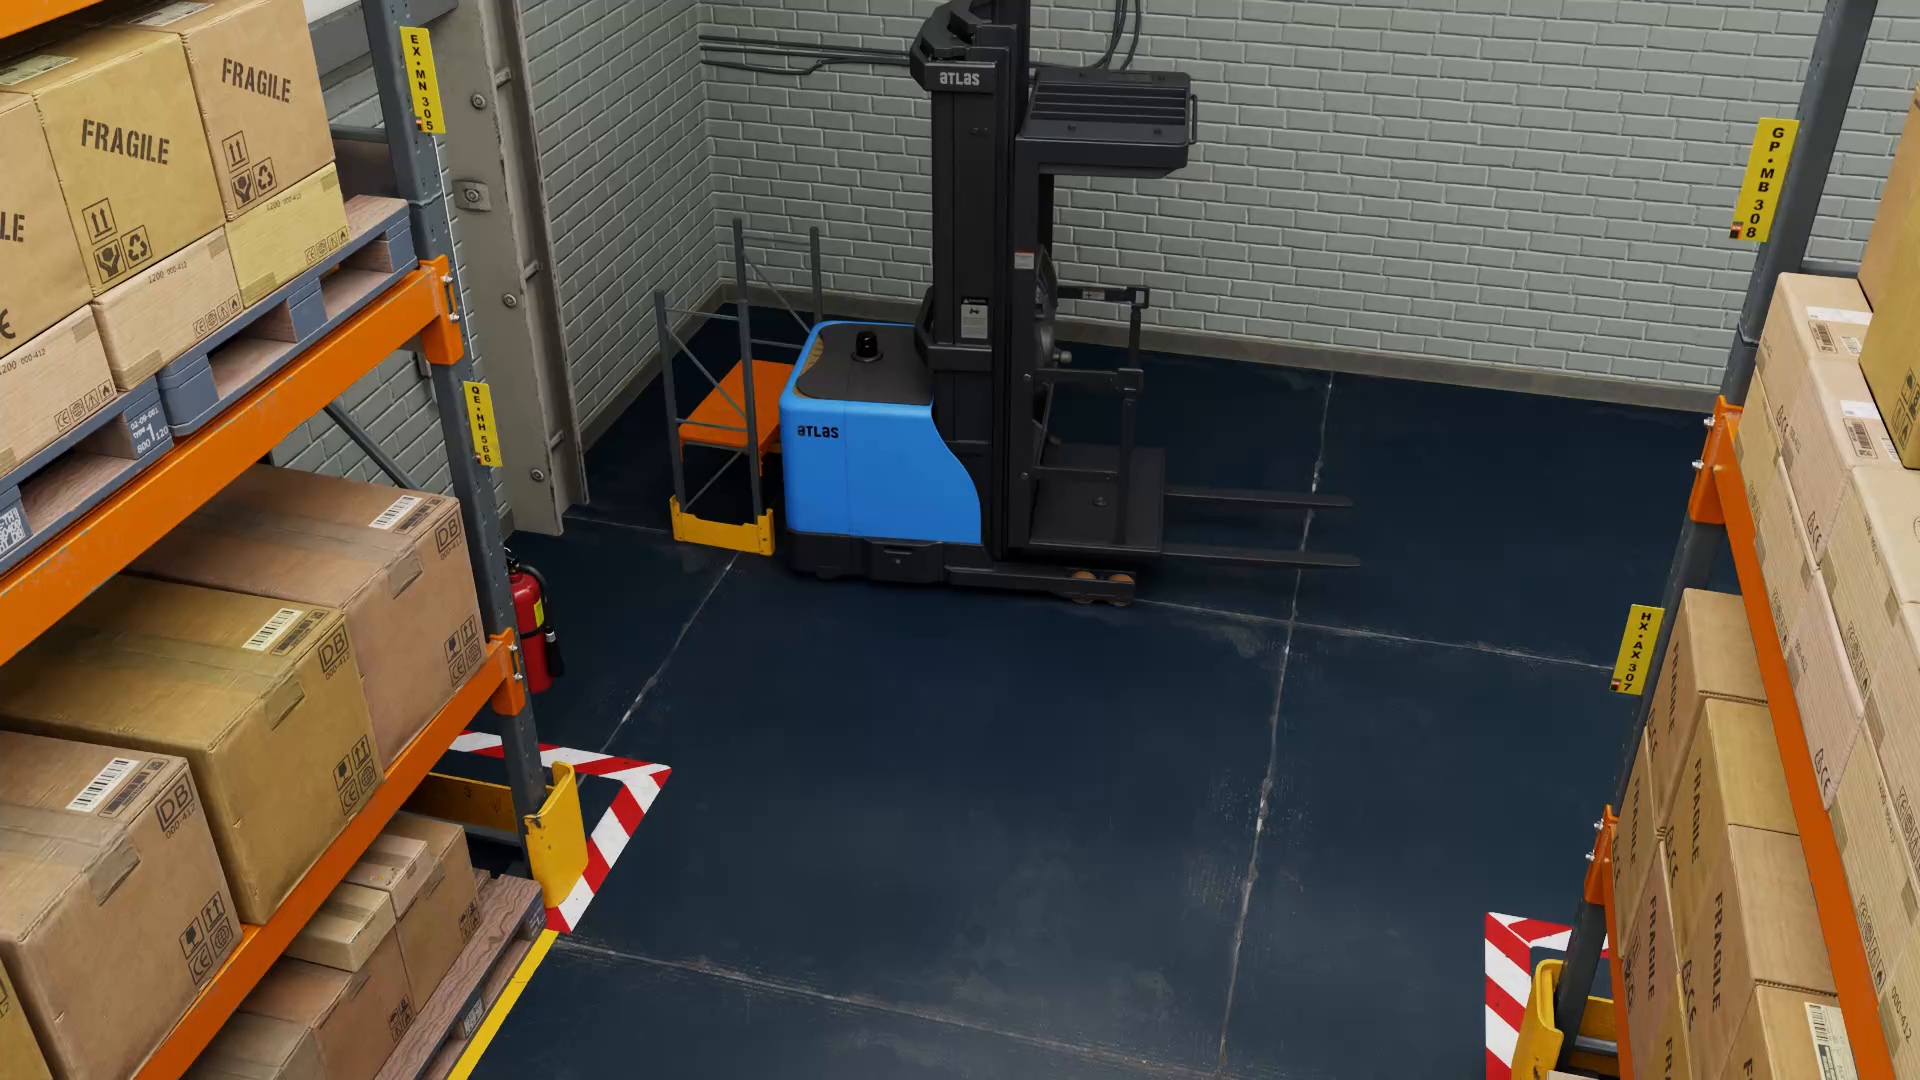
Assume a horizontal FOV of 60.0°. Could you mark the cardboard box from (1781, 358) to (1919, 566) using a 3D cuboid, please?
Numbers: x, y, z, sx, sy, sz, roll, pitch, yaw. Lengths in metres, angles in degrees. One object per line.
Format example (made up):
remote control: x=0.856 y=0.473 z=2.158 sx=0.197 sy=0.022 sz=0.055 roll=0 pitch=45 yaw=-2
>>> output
cardboard box: x=2.093 y=-0.145 z=3.560 sx=0.500 sy=0.250 sz=0.500 roll=8 pitch=33 yaw=12

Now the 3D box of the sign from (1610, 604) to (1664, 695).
sign: x=2.084 y=0.340 z=5.112 sx=0.100 sy=0.325 sz=0.005 roll=8 pitch=33 yaw=12

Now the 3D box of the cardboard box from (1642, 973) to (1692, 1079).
cardboard box: x=1.985 y=1.460 z=4.065 sx=0.500 sy=0.500 sz=0.500 roll=8 pitch=33 yaw=12

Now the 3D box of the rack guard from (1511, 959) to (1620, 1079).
rack guard: x=2.589 y=1.873 z=5.837 sx=1.175 sy=0.500 sz=0.348 roll=8 pitch=33 yaw=12

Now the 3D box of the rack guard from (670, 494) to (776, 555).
rack guard: x=-1.306 y=-0.085 z=9.150 sx=0.587 sy=0.250 sz=0.087 roll=9 pitch=34 yaw=14

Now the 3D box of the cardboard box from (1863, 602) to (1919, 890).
cardboard box: x=1.841 y=0.374 z=2.743 sx=0.500 sy=0.250 sz=0.500 roll=8 pitch=33 yaw=12

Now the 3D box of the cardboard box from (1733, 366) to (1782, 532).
cardboard box: x=2.232 y=-0.192 z=4.099 sx=0.500 sy=0.250 sz=0.500 roll=8 pitch=33 yaw=12

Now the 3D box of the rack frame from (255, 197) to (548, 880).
rack frame: x=-2.184 y=0.107 z=6.286 sx=1.000 sy=3.000 sz=0.127 roll=8 pitch=33 yaw=12

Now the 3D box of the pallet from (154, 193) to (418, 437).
pallet: x=-2.362 y=-0.735 z=4.898 sx=1.003 sy=0.211 sz=1.213 roll=8 pitch=33 yaw=12

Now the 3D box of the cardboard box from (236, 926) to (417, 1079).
cardboard box: x=-2.392 y=1.621 z=5.843 sx=0.700 sy=0.500 sz=0.500 roll=8 pitch=33 yaw=12

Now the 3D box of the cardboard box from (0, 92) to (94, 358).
cardboard box: x=-2.368 y=-0.685 z=3.692 sx=0.500 sy=0.500 sz=0.500 roll=7 pitch=33 yaw=10

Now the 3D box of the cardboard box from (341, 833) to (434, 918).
cardboard box: x=-2.121 y=1.179 z=5.934 sx=0.380 sy=0.149 sz=0.250 roll=8 pitch=33 yaw=12

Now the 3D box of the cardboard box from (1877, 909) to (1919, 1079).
cardboard box: x=1.715 y=0.845 z=2.469 sx=0.500 sy=0.250 sz=0.500 roll=8 pitch=33 yaw=12

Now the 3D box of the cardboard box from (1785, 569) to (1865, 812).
cardboard box: x=1.967 y=0.326 z=3.285 sx=0.500 sy=0.250 sz=0.500 roll=8 pitch=33 yaw=12

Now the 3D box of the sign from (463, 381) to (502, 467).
sign: x=-1.663 y=-0.401 z=5.785 sx=0.100 sy=0.325 sz=0.005 roll=8 pitch=33 yaw=12

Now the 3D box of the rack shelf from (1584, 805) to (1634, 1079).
rack shelf: x=2.101 y=2.121 z=3.789 sx=1.077 sy=0.370 sz=4.000 roll=8 pitch=33 yaw=12

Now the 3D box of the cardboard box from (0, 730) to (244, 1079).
cardboard box: x=-2.680 y=1.019 z=4.571 sx=0.980 sy=0.700 sz=0.700 roll=6 pitch=33 yaw=10

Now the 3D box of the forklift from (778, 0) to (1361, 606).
forklift: x=0.621 y=-1.195 z=8.398 sx=3.031 sy=2.935 sz=1.130 roll=4 pitch=33 yaw=6

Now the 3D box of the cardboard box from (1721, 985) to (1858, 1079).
cardboard box: x=1.856 y=1.304 z=3.377 sx=0.500 sy=0.500 sz=0.500 roll=8 pitch=33 yaw=12

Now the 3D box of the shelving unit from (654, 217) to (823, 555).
shelving unit: x=-1.165 y=-0.869 z=9.218 sx=0.587 sy=1.500 sz=1.083 roll=9 pitch=34 yaw=14

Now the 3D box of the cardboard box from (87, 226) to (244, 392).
cardboard box: x=-2.244 y=-0.629 z=4.303 sx=0.500 sy=0.250 sz=0.500 roll=7 pitch=33 yaw=11

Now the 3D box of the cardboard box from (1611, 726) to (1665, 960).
cardboard box: x=2.241 y=0.931 z=4.896 sx=0.500 sy=0.500 sz=0.500 roll=9 pitch=33 yaw=13

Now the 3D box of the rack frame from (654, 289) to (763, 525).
rack frame: x=-1.311 y=-0.602 z=8.799 sx=0.500 sy=1.500 sz=0.032 roll=9 pitch=34 yaw=14

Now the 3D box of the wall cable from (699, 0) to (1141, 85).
wall cable: x=-0.403 y=-4.001 z=10.050 sx=3.097 sy=2.526 sz=0.112 roll=8 pitch=33 yaw=12

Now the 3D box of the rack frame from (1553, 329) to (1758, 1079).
rack frame: x=2.608 y=0.779 z=5.229 sx=1.000 sy=3.000 sz=0.127 roll=8 pitch=33 yaw=12

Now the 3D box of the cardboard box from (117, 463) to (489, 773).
cardboard box: x=-2.304 y=0.246 z=5.787 sx=0.980 sy=0.700 sz=0.700 roll=10 pitch=34 yaw=15

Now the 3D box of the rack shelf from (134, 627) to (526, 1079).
rack shelf: x=-2.692 y=1.448 z=4.847 sx=1.077 sy=0.370 sz=4.000 roll=8 pitch=33 yaw=12

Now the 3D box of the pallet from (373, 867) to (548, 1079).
pallet: x=-2.311 y=1.709 z=6.365 sx=1.003 sy=0.211 sz=1.213 roll=8 pitch=33 yaw=12

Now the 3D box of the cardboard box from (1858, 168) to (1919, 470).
cardboard box: x=2.285 y=-0.434 z=3.316 sx=0.700 sy=0.500 sz=0.500 roll=8 pitch=33 yaw=12

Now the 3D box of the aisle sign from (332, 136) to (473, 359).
aisle sign: x=-1.876 y=-0.987 z=5.583 sx=0.394 sy=0.787 sz=0.004 roll=8 pitch=33 yaw=12

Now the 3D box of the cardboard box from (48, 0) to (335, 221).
cardboard box: x=-2.106 y=-1.215 z=4.525 sx=0.500 sy=0.500 sz=0.500 roll=8 pitch=33 yaw=12

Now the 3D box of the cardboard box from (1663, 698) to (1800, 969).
cardboard box: x=2.115 y=0.782 z=4.199 sx=0.500 sy=0.500 sz=0.500 roll=8 pitch=33 yaw=13
